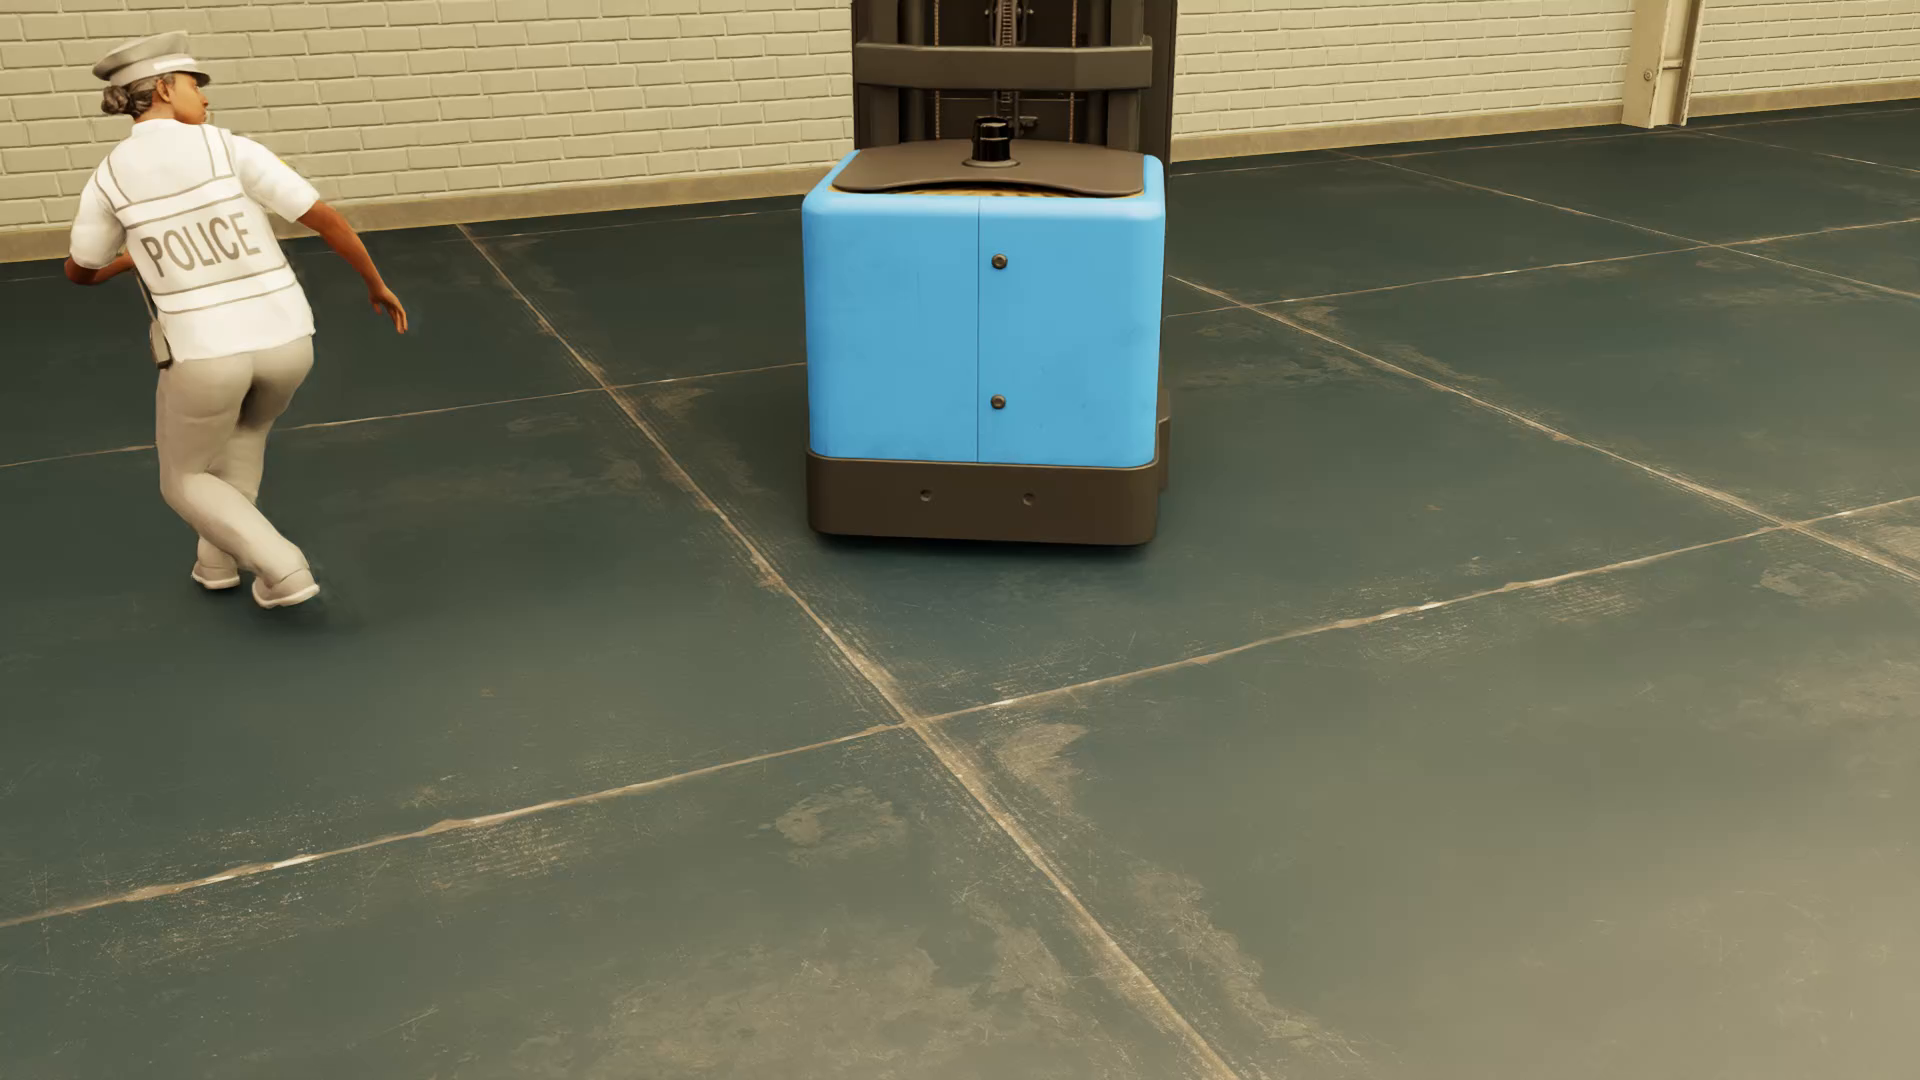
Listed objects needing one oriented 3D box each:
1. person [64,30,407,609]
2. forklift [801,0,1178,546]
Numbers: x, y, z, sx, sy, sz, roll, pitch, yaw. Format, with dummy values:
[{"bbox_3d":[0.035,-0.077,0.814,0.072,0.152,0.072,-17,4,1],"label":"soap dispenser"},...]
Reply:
[{"bbox_3d":[-1.949,-0.583,4.524,0.785,1.554,0.805,-16,27,-33],"label":"person"},{"bbox_3d":[0.204,-1.864,5.773,1.130,2.935,3.031,2,23,5],"label":"forklift"}]
